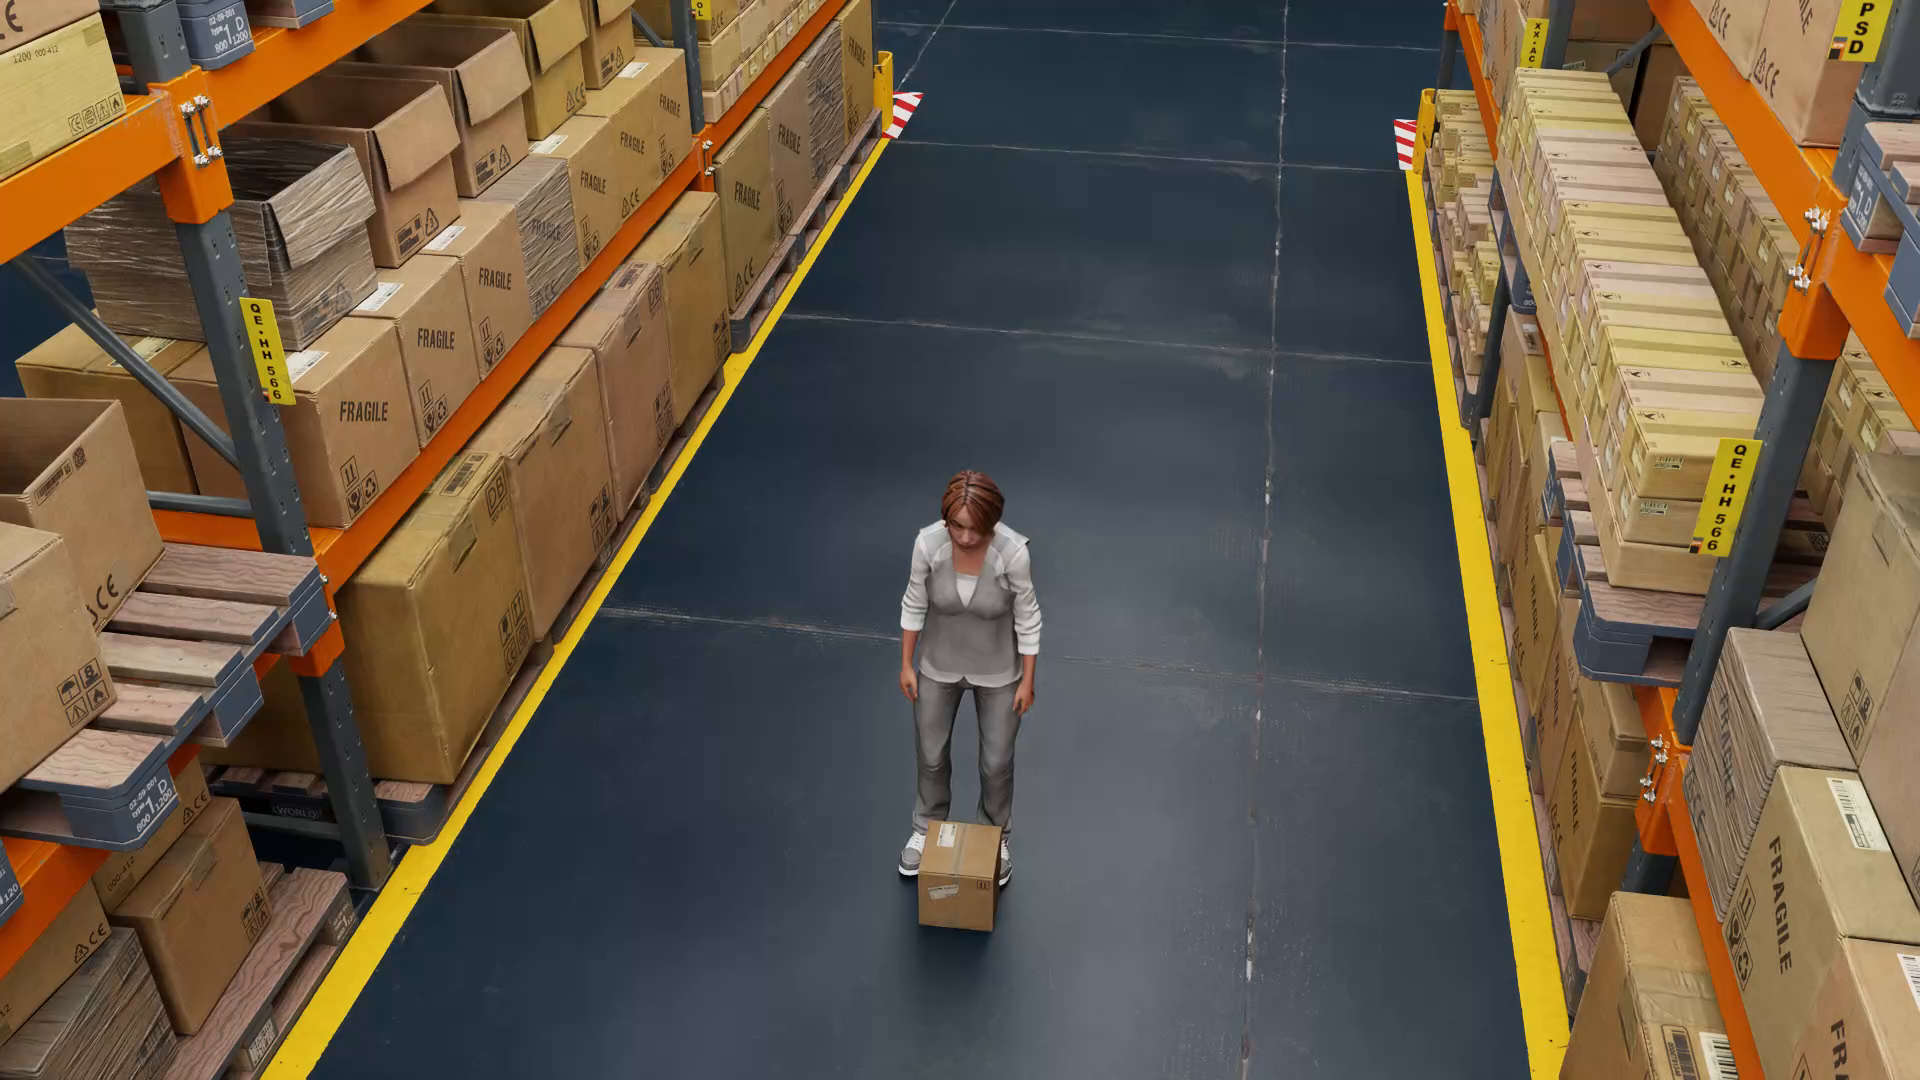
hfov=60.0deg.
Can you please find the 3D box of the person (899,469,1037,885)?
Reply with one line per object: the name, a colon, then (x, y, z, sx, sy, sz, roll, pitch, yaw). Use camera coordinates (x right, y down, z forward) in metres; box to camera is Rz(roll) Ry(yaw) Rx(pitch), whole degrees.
person: (0.027, 0.447, 5.466, 0.451, 1.582, 0.344, 5, 33, 8)
